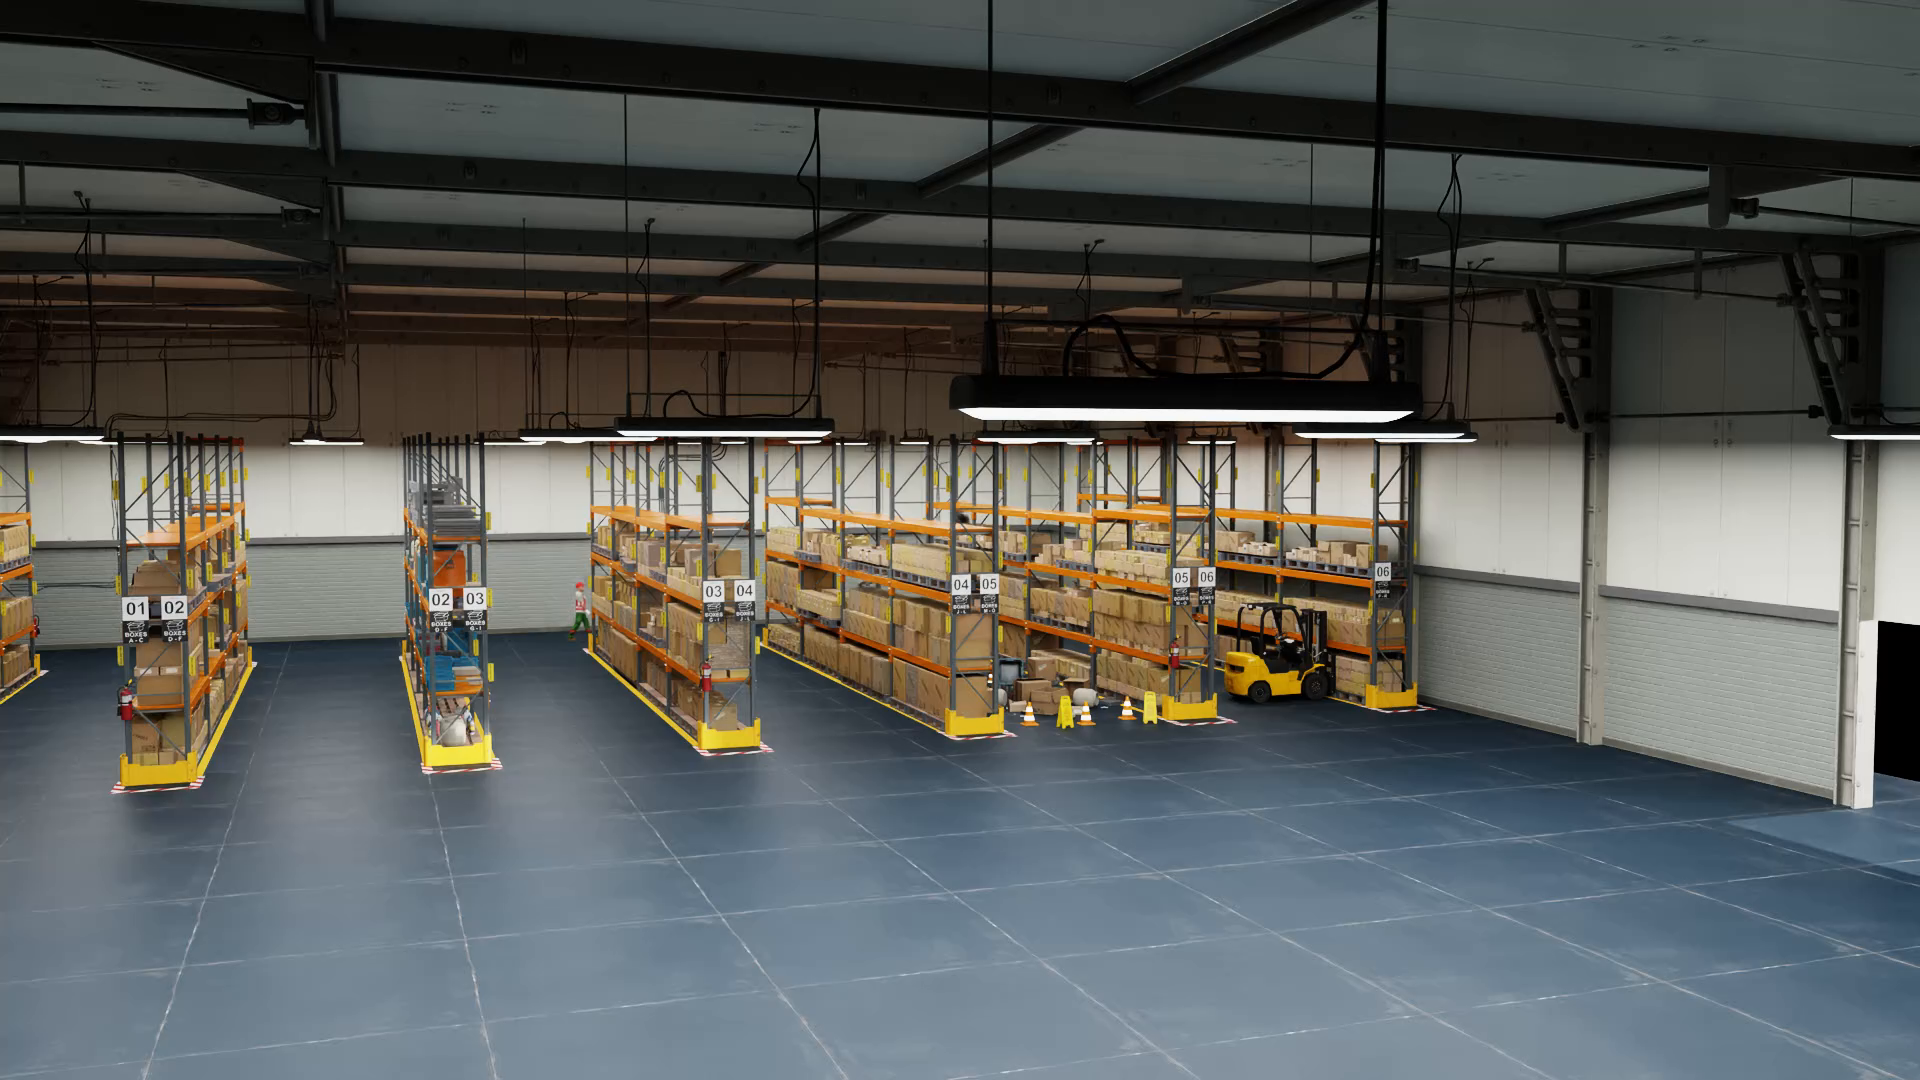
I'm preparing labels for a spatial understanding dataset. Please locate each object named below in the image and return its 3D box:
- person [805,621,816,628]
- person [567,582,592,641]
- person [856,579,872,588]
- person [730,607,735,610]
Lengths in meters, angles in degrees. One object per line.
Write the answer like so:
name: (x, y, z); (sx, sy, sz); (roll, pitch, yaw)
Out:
person: (-4.541, 2.130, 50.428); (0.496, 1.553, 0.494); (-1, 3, -20)
person: (-11.103, 2.111, 49.001); (0.964, 1.743, 0.673); (-1, 3, -12)
person: (-3.023, 1.966, 52.174); (0.546, 1.728, 0.516); (-3, 4, -38)
person: (-6.774, 2.093, 49.907); (0.662, 1.728, 1.089); (0, 3, -5)
